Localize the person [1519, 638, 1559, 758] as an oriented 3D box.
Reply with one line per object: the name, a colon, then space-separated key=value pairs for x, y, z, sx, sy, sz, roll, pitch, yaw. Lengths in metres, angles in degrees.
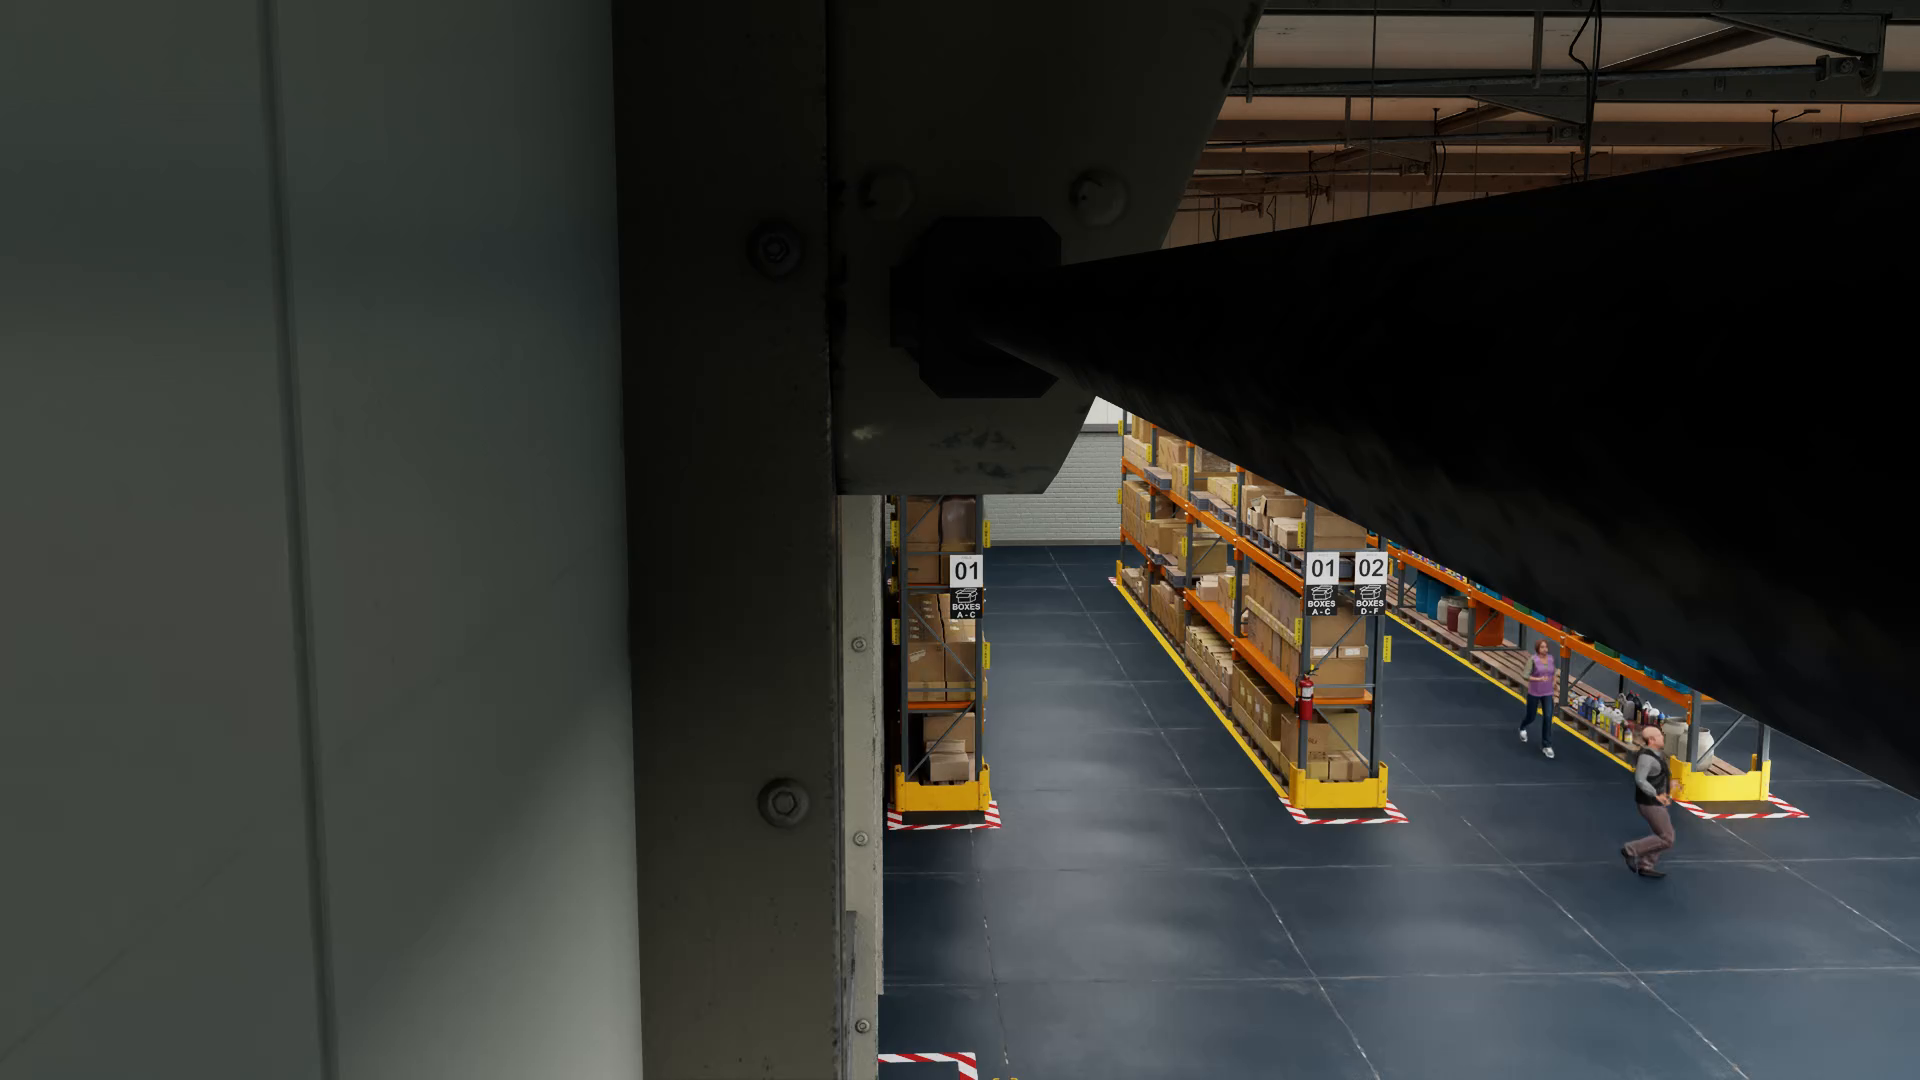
person: x=8.030 y=2.155 z=23.018 sx=0.529 sy=1.556 sz=0.863 roll=0 pitch=8 yaw=-1

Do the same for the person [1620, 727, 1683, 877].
person: x=7.535 y=2.852 z=18.086 sx=0.604 sy=1.673 sz=0.654 roll=3 pitch=9 yaw=22
